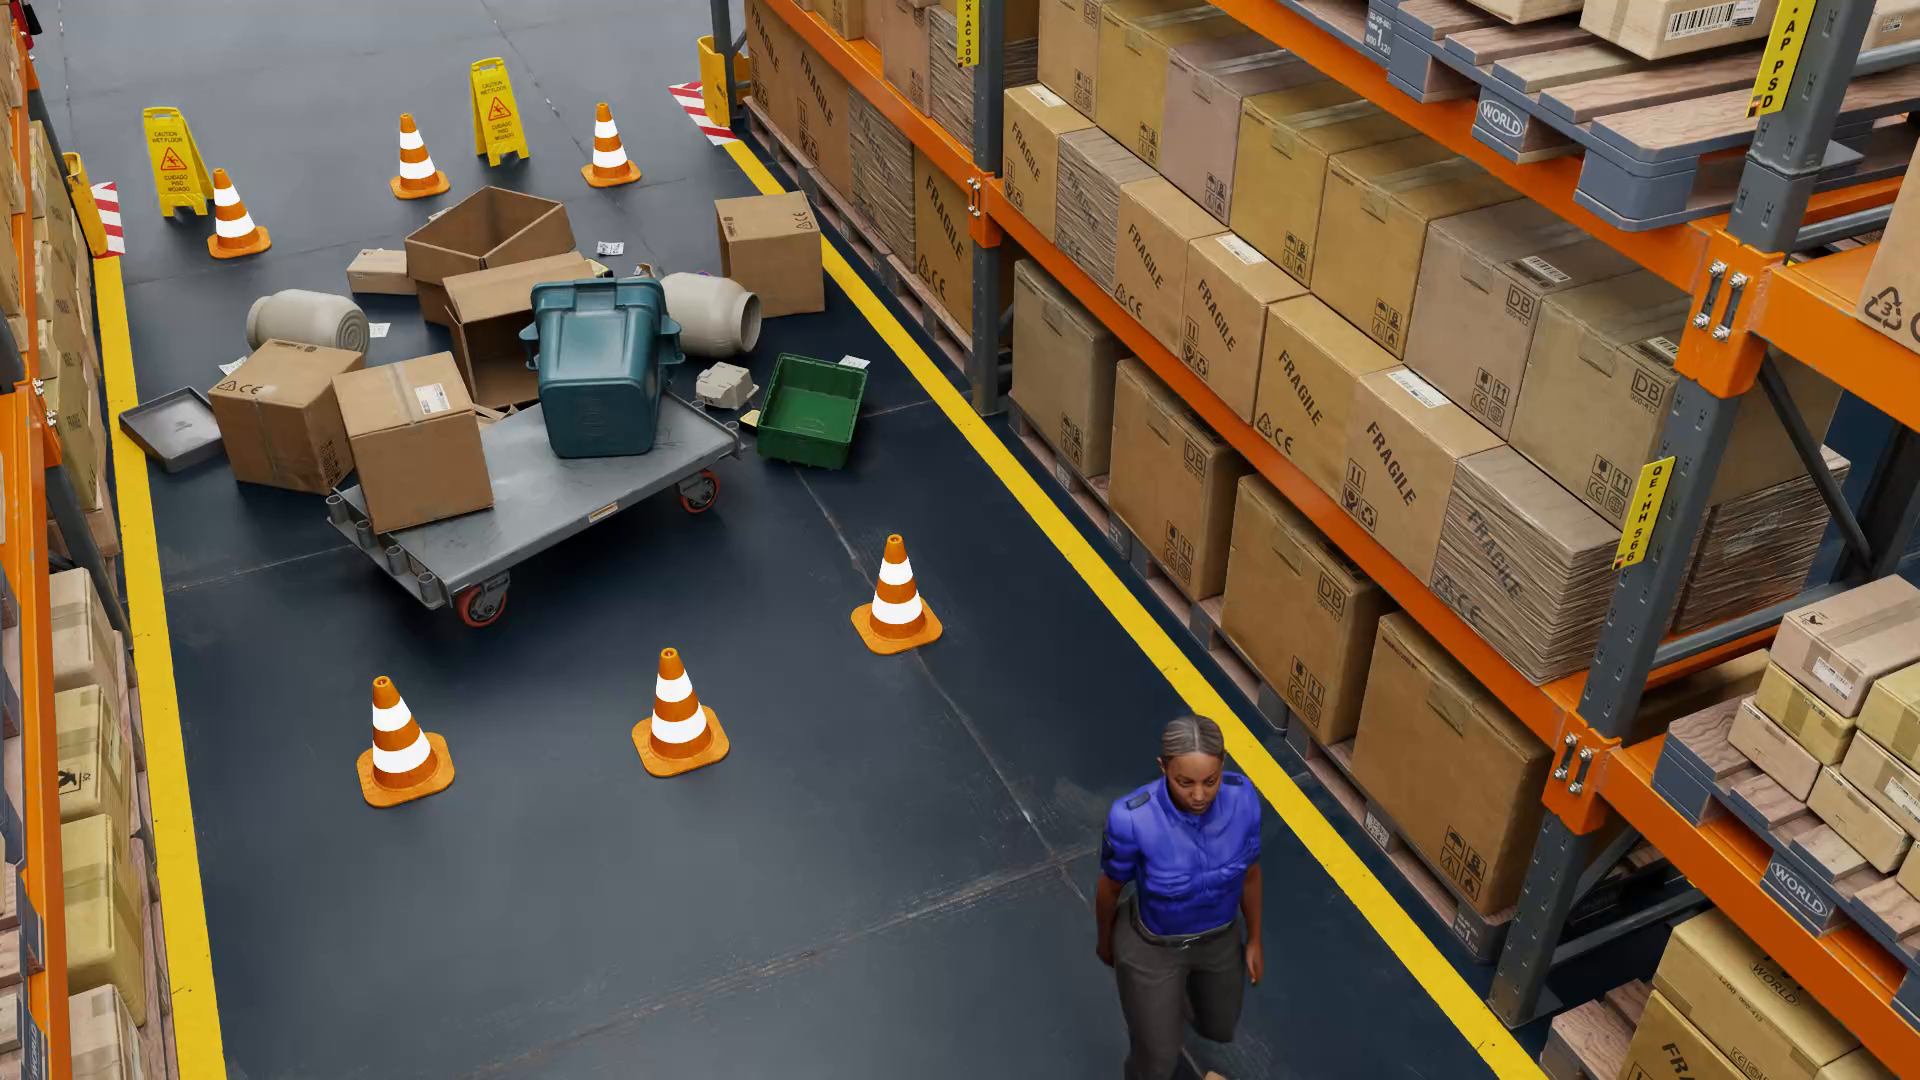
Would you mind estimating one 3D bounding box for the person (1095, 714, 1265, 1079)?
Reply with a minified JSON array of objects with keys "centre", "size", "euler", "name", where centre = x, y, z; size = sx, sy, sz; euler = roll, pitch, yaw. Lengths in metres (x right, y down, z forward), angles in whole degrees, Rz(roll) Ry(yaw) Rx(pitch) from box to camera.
[{"centre":[0.597,1.084,4.708],"size":[0.454,1.635,0.704],"euler":[-10,39,-13],"name":"person"}]
